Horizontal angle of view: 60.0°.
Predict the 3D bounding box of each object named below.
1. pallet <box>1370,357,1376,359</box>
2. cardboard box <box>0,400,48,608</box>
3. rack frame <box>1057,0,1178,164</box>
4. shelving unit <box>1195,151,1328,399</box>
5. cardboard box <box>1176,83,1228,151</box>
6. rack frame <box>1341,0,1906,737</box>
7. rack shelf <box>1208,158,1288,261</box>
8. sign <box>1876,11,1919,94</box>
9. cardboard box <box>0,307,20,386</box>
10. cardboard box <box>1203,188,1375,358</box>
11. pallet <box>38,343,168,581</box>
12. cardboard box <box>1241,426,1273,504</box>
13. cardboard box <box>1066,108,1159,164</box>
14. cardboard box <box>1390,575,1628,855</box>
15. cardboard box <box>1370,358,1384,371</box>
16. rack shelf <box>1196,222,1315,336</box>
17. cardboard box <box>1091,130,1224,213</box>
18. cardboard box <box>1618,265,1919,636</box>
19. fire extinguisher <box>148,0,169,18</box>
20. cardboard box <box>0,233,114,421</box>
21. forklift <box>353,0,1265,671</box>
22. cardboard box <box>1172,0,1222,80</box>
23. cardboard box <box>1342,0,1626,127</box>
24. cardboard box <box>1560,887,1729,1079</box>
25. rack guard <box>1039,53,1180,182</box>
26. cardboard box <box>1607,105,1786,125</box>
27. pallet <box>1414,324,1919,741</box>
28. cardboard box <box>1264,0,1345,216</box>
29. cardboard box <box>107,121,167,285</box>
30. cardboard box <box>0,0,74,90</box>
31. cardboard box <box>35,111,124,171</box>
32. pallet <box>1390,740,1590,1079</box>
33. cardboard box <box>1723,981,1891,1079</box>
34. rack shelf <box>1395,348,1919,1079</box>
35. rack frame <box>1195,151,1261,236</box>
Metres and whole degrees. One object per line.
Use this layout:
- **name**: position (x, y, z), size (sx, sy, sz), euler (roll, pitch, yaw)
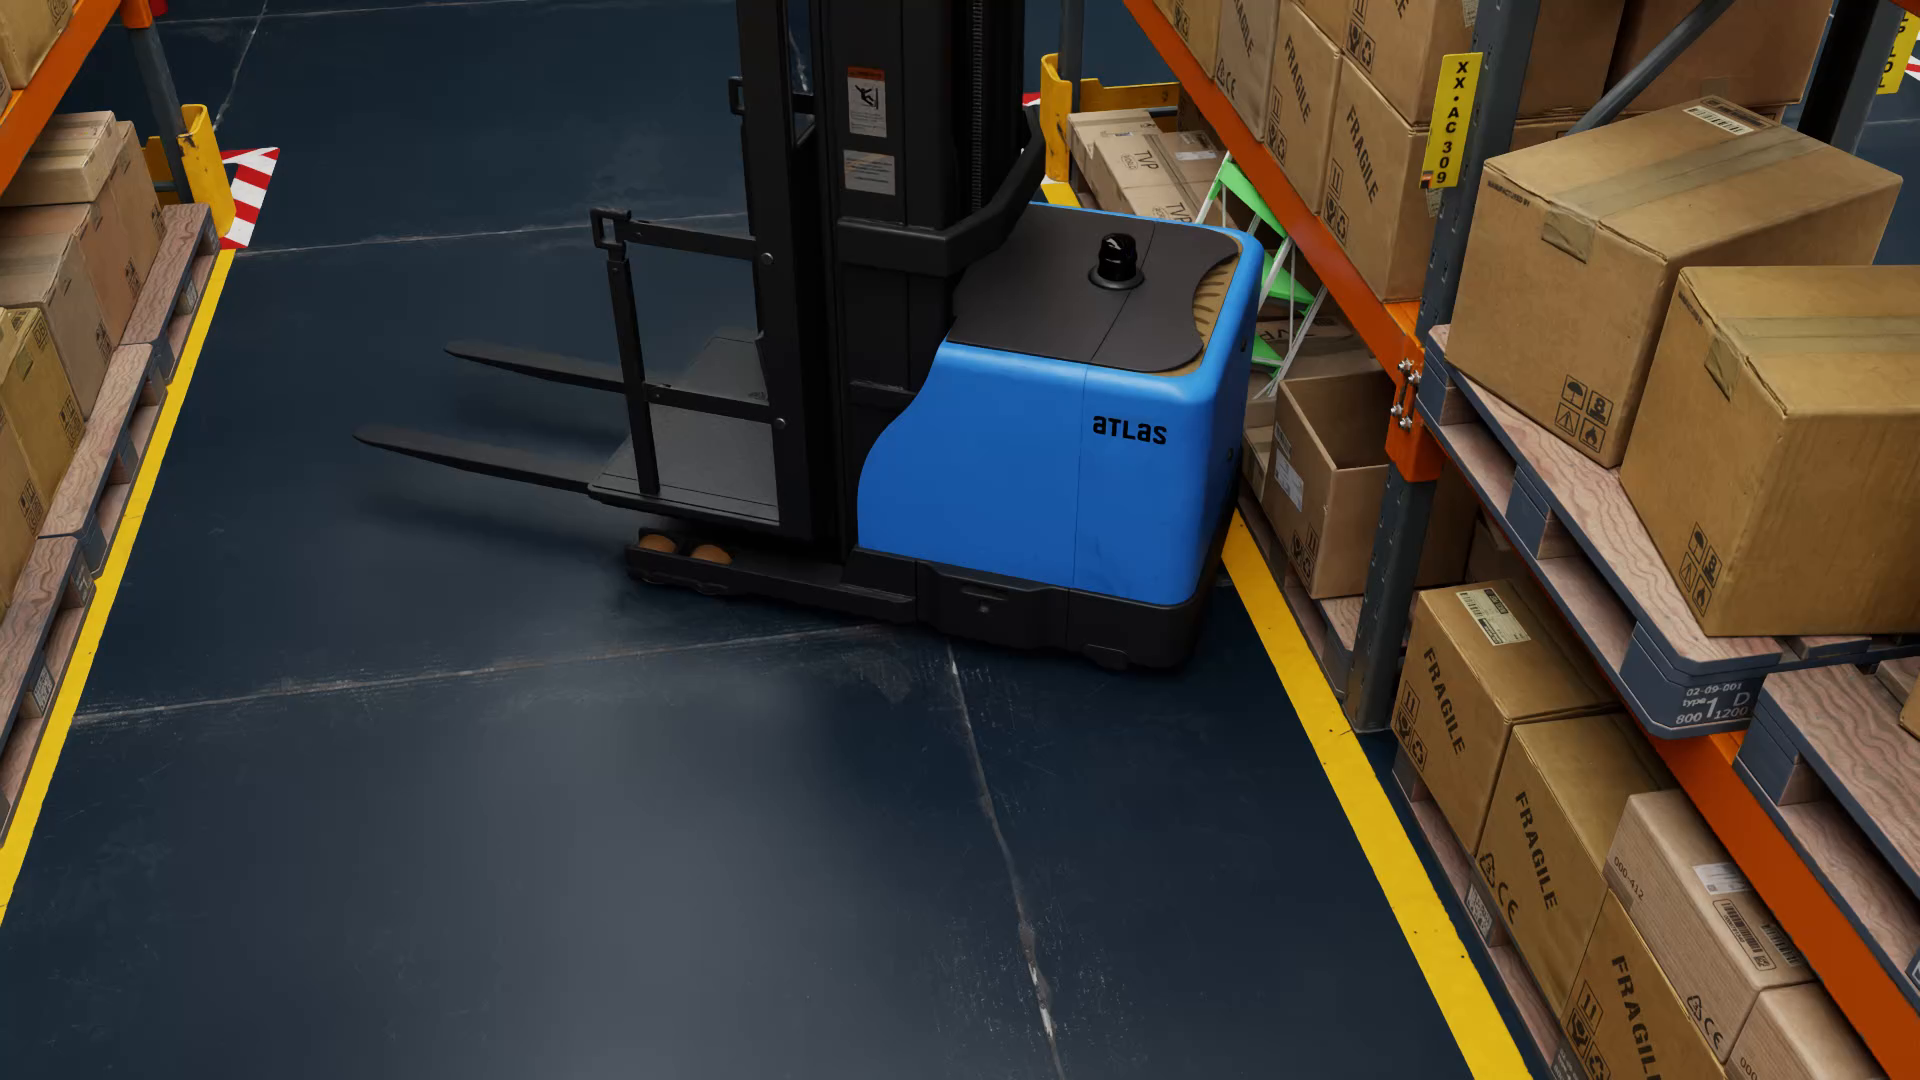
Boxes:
- **pallet**: position (1.332, -0.738, 6.528), size (1.003, 0.211, 1.213), euler (-6, 38, -8)
- **cardboard box**: position (-3.323, -0.096, 5.124), size (0.700, 0.500, 0.500), euler (-7, 38, -8)
- **rack frame**: position (0.967, -3.102, 7.298), size (1.000, 3.000, 0.127), euler (-6, 38, -8)
- **shelving unit**: position (0.912, -0.736, 5.691), size (0.258, 1.200, 0.503), euler (7, 32, -28)
- **cardboard box**: position (1.305, -1.987, 7.541), size (0.500, 0.500, 0.500), euler (-6, 38, -8)
- **rack frame**: position (1.669, -0.686, 4.188), size (1.000, 3.000, 0.127), euler (-6, 38, -8)
- **rack shelf**: position (1.056, -1.074, 5.496), size (0.258, 0.148, 0.480), euler (7, 32, -28)
- **sign**: position (2.215, -1.205, 3.913), size (0.100, 0.325, 0.005), euler (-6, 38, -8)
- **cardboard box**: position (-3.210, -0.590, 5.231), size (0.380, 0.149, 0.250), euler (-7, 38, -9)
- **cardboard box**: position (1.334, -1.008, 6.279), size (0.797, 0.503, 0.637), euler (-6, 38, -8)
- **pallet**: position (-3.481, -0.256, 5.907), size (1.003, 0.211, 1.213), euler (-6, 38, -8)
- **cardboard box**: position (1.165, -0.268, 5.615), size (0.380, 0.149, 0.250), euler (-6, 38, -8)
- **cardboard box**: position (0.703, -1.860, 7.665), size (0.380, 0.149, 0.250), euler (-6, 38, -8)
- **cardboard box**: position (1.514, 0.446, 4.410), size (0.500, 0.500, 0.500), euler (-8, 39, -10)
- **cardboard box**: position (1.647, -0.539, 5.950), size (0.380, 0.166, 0.250), euler (-6, 38, -8)
- **rack shelf**: position (0.973, -0.879, 5.609), size (0.258, 0.148, 0.480), euler (7, 32, -28)
- **cardboard box**: position (0.871, -1.529, 7.156), size (0.500, 0.250, 0.500), euler (-6, 38, -8)
- **cardboard box**: position (1.715, -0.173, 3.104), size (0.700, 0.500, 0.500), euler (-1, 38, -1)
- **fire extinguisher**: position (-3.481, -2.530, 6.929), size (0.296, 0.674, 0.183), euler (-6, 38, -8)
- **cardboard box**: position (-3.511, -0.728, 5.937), size (0.700, 0.500, 0.500), euler (-7, 38, -9)
- **forklift**: position (-0.600, -1.271, 4.997), size (3.031, 2.935, 1.130), euler (11, 39, 13)
- **cardboard box**: position (1.053, -1.929, 5.706), size (0.500, 0.500, 0.500), euler (-6, 38, -7)
- **cardboard box**: position (1.325, -1.398, 4.208), size (0.500, 0.500, 0.500), euler (-6, 38, -8)
- **cardboard box**: position (1.698, 1.069, 3.608), size (0.500, 0.500, 0.500), euler (-6, 38, -7)
- **rack guard**: position (0.981, -2.069, 8.006), size (1.175, 0.500, 0.348), euler (-6, 38, -8)
- **cardboard box**: position (1.848, -1.063, 4.591), size (0.500, 0.500, 0.500), euler (-5, 38, -7)
- **pallet**: position (1.701, -0.116, 3.611), size (1.003, 0.211, 1.213), euler (-6, 38, -8)
- **cardboard box**: position (1.237, -1.311, 4.911), size (0.500, 0.500, 0.500), euler (-5, 38, -7)
- **cardboard box**: position (-3.688, -1.334, 6.717), size (0.700, 0.500, 0.500), euler (-6, 38, -8)
- **cardboard box**: position (-3.671, -1.940, 5.558), size (0.980, 0.700, 0.700), euler (-7, 38, -8)
- **cardboard box**: position (-3.486, -1.532, 6.443), size (0.380, 0.149, 0.250), euler (-7, 38, -8)
- **pallet**: position (1.849, 0.902, 4.417), size (1.003, 0.211, 1.213), euler (-6, 38, -8)
- **cardboard box**: position (1.777, 1.056, 3.013), size (0.500, 0.250, 0.500), euler (-7, 38, -9)
- **rack shelf**: position (2.019, 0.806, 2.854), size (1.077, 0.370, 4.000), euler (-6, 38, -8)
- **rack frame**: position (0.830, -0.876, 5.874), size (0.240, 1.200, 0.015), euler (7, 32, -28)
